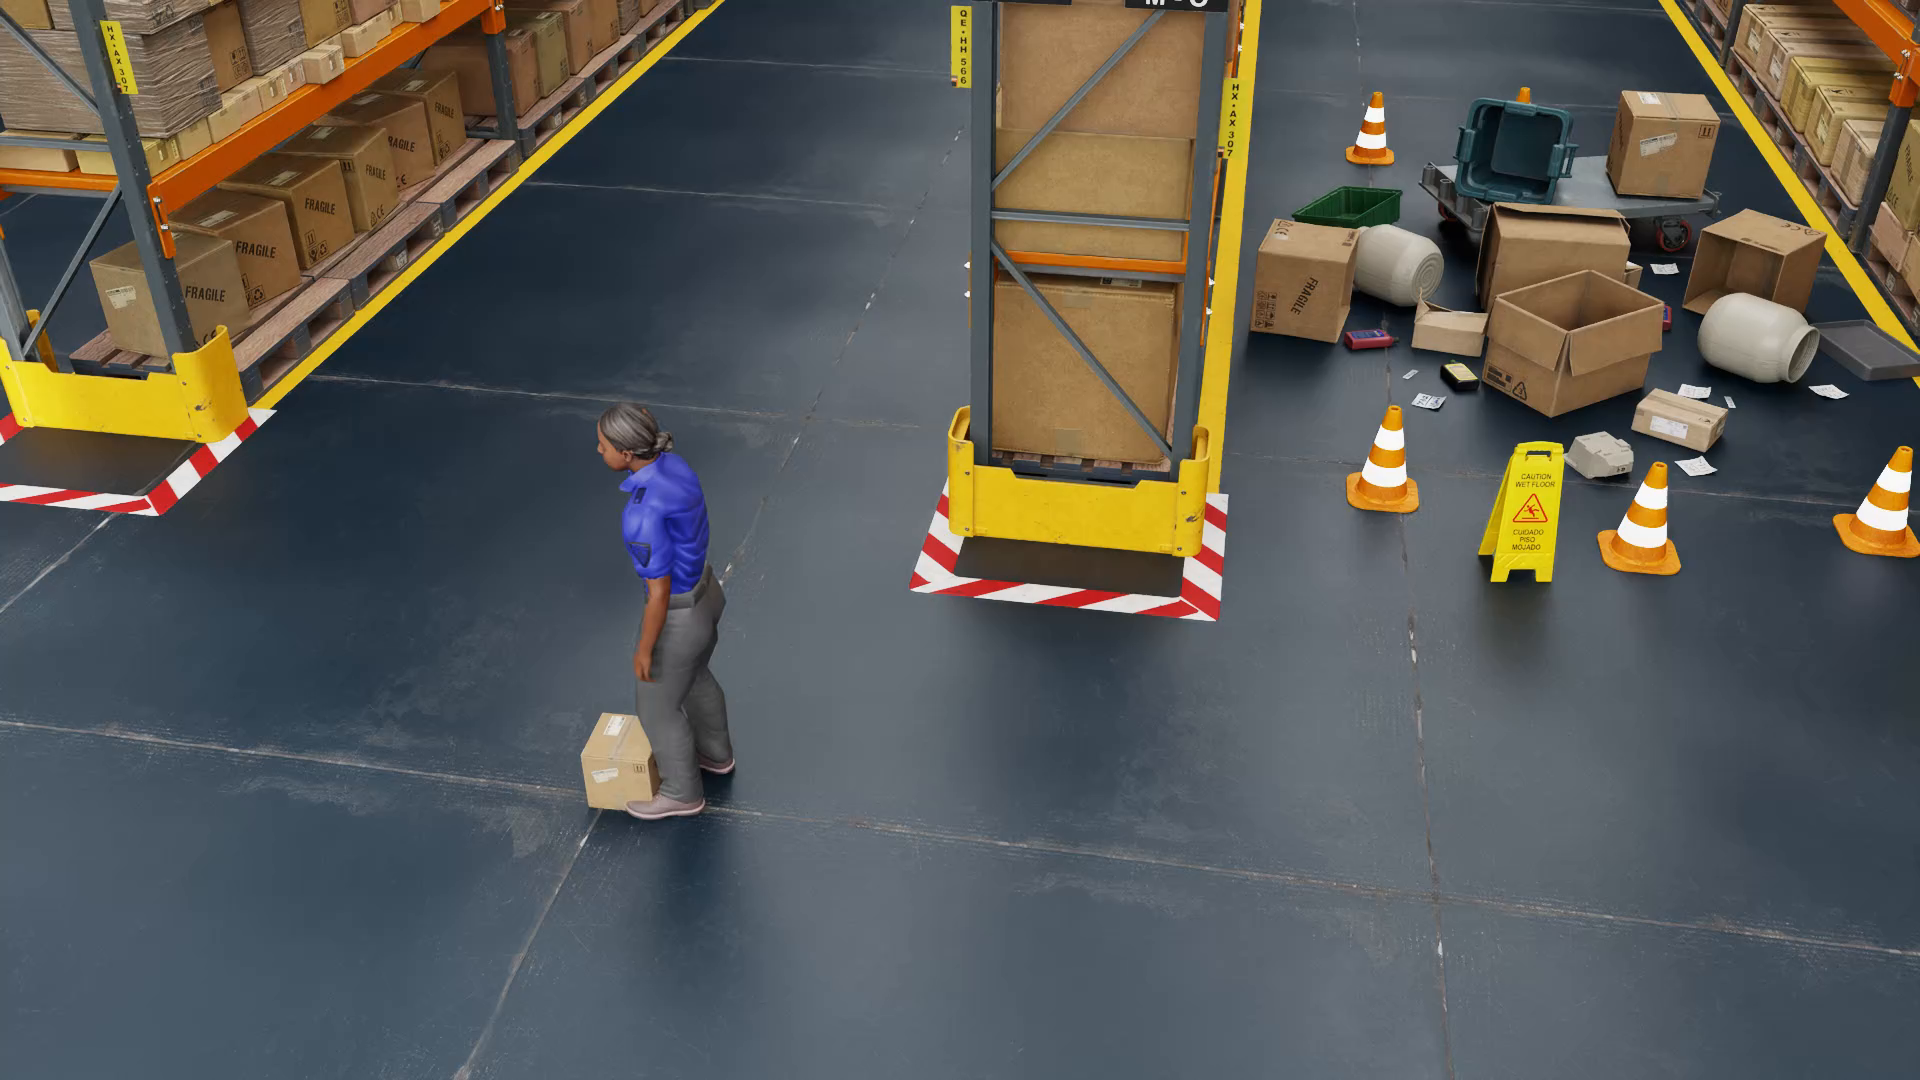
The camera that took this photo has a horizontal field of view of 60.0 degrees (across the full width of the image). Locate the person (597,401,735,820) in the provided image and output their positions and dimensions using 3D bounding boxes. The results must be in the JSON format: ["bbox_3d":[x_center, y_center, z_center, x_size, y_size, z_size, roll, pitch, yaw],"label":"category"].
[{"bbox_3d":[-1.024,0.249,5.751,0.395,1.656,0.529,4,33,6],"label":"person"}]
